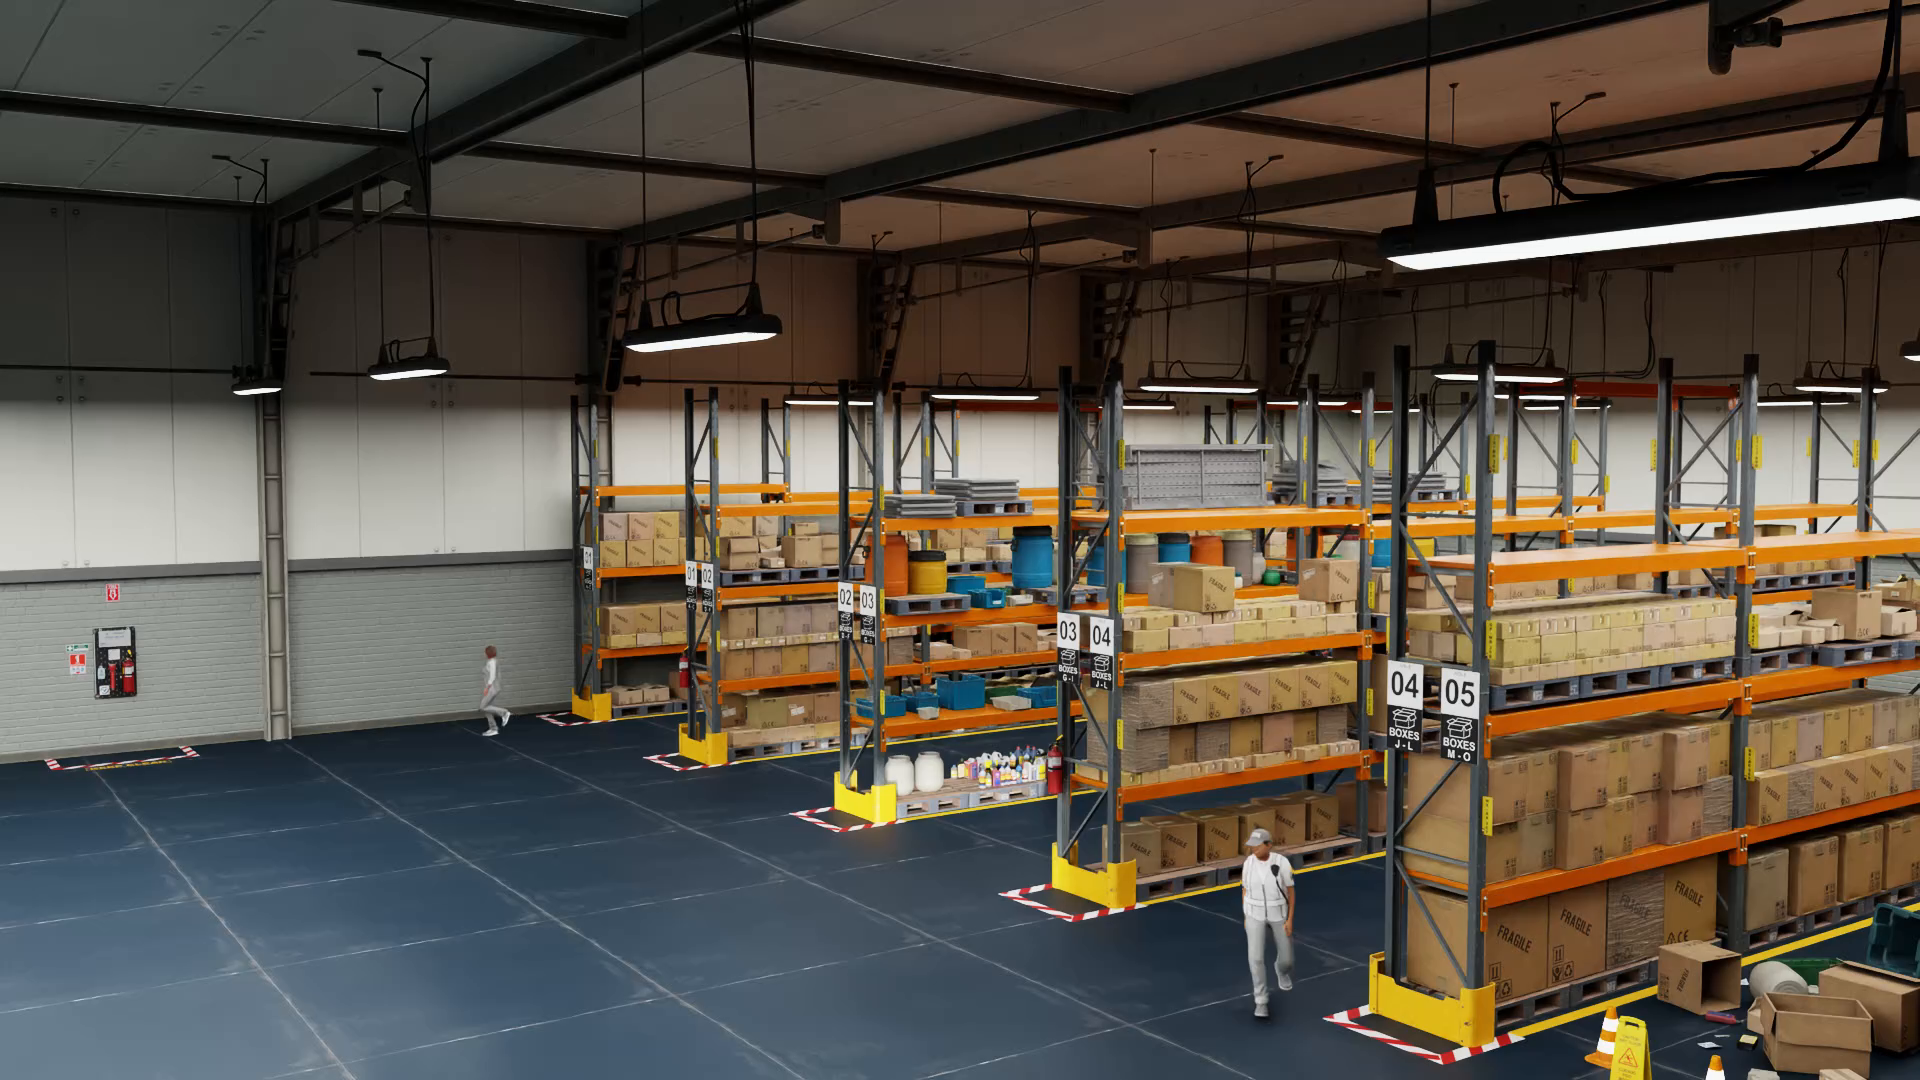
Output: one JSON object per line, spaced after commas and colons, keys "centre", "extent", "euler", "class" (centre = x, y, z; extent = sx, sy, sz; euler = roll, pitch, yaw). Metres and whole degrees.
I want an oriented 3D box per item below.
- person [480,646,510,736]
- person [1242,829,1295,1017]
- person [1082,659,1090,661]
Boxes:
{"centre": [-8.141, 2.638, 29.132], "extent": [0.496, 1.570, 0.481], "euler": [-1, 3, -11], "class": "person"}
{"centre": [2.811, 3.436, 15.145], "extent": [0.491, 1.613, 0.845], "euler": [1, 4, 14], "class": "person"}
{"centre": [2.611, 2.021, 35.514], "extent": [1.013, 1.528, 0.456], "euler": [-3, 5, -44], "class": "person"}
